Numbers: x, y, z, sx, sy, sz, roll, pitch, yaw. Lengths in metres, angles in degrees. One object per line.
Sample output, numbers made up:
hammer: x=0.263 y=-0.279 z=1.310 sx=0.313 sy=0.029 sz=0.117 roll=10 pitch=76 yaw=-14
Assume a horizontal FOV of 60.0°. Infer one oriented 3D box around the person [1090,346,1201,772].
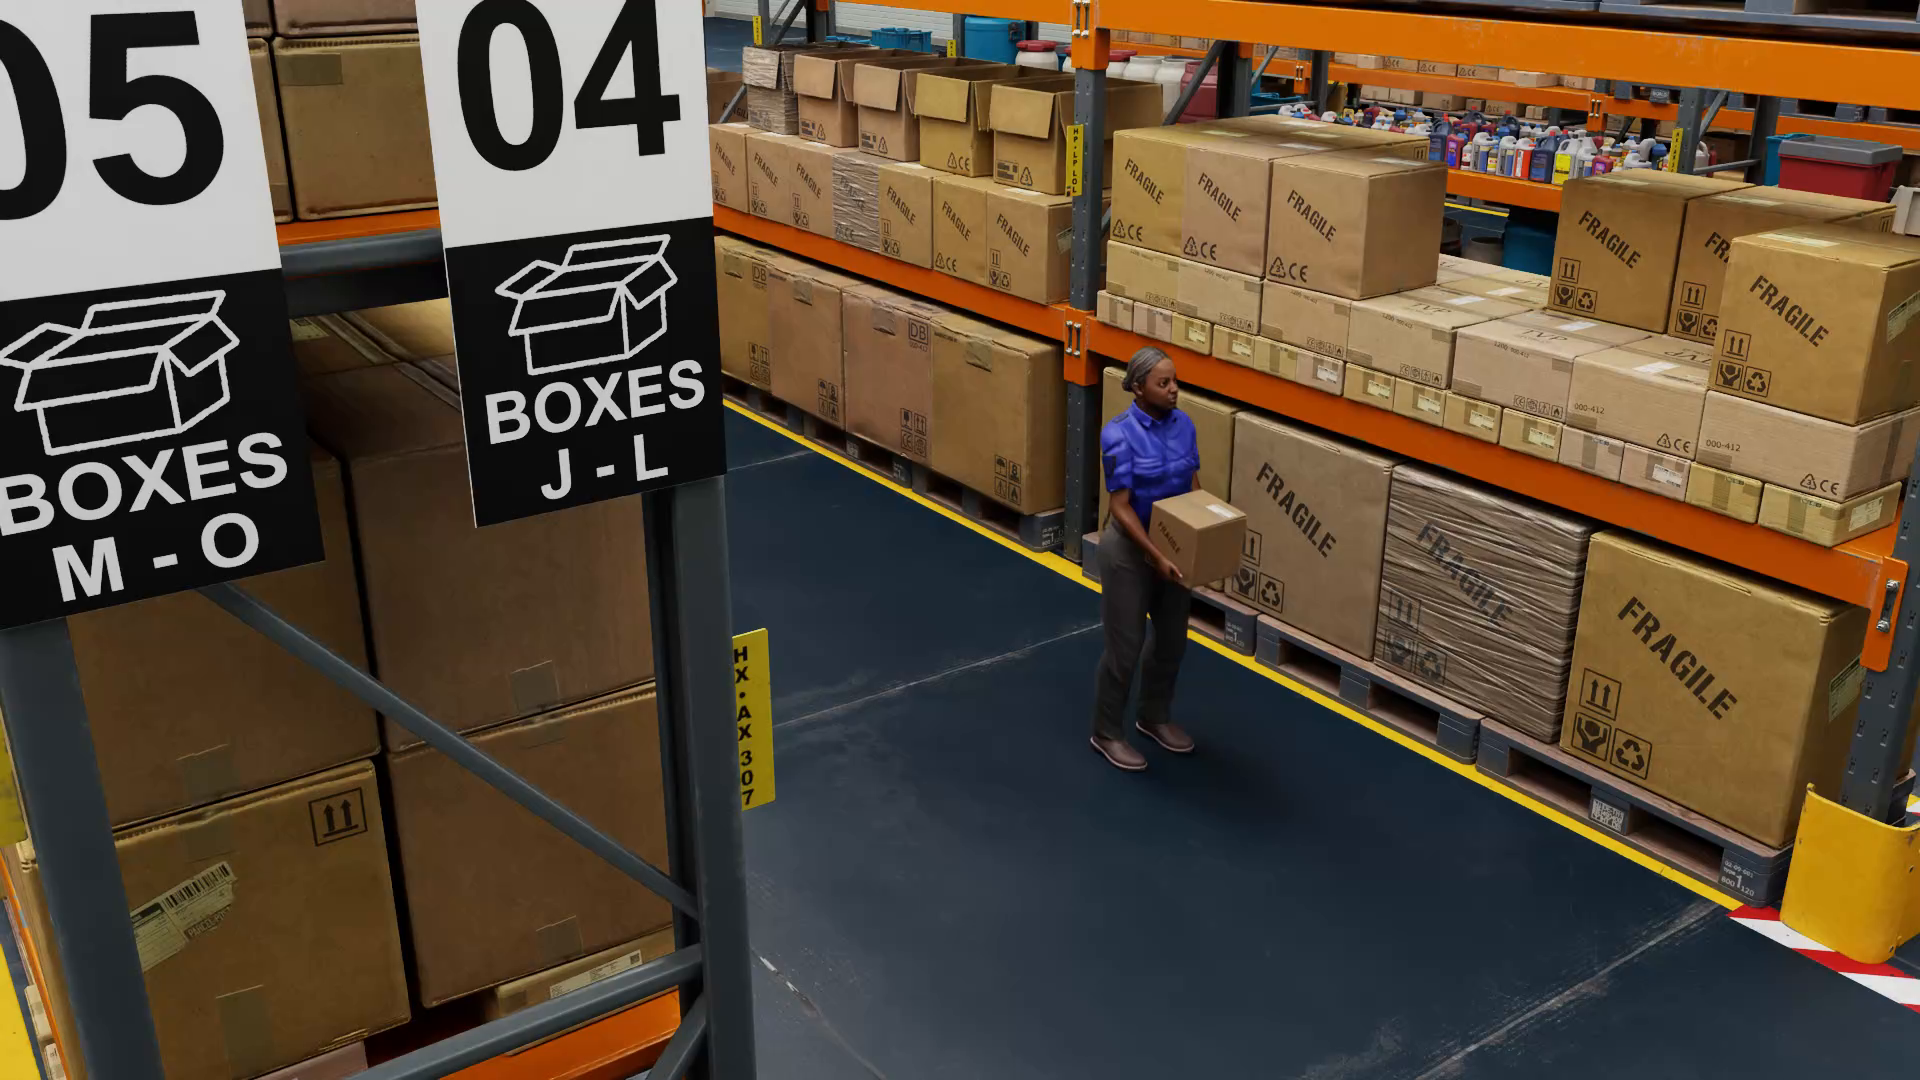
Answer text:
person: x=0.774 y=0.096 z=6.360 sx=0.448 sy=1.655 sz=0.505 roll=-15 pitch=26 yaw=-33
